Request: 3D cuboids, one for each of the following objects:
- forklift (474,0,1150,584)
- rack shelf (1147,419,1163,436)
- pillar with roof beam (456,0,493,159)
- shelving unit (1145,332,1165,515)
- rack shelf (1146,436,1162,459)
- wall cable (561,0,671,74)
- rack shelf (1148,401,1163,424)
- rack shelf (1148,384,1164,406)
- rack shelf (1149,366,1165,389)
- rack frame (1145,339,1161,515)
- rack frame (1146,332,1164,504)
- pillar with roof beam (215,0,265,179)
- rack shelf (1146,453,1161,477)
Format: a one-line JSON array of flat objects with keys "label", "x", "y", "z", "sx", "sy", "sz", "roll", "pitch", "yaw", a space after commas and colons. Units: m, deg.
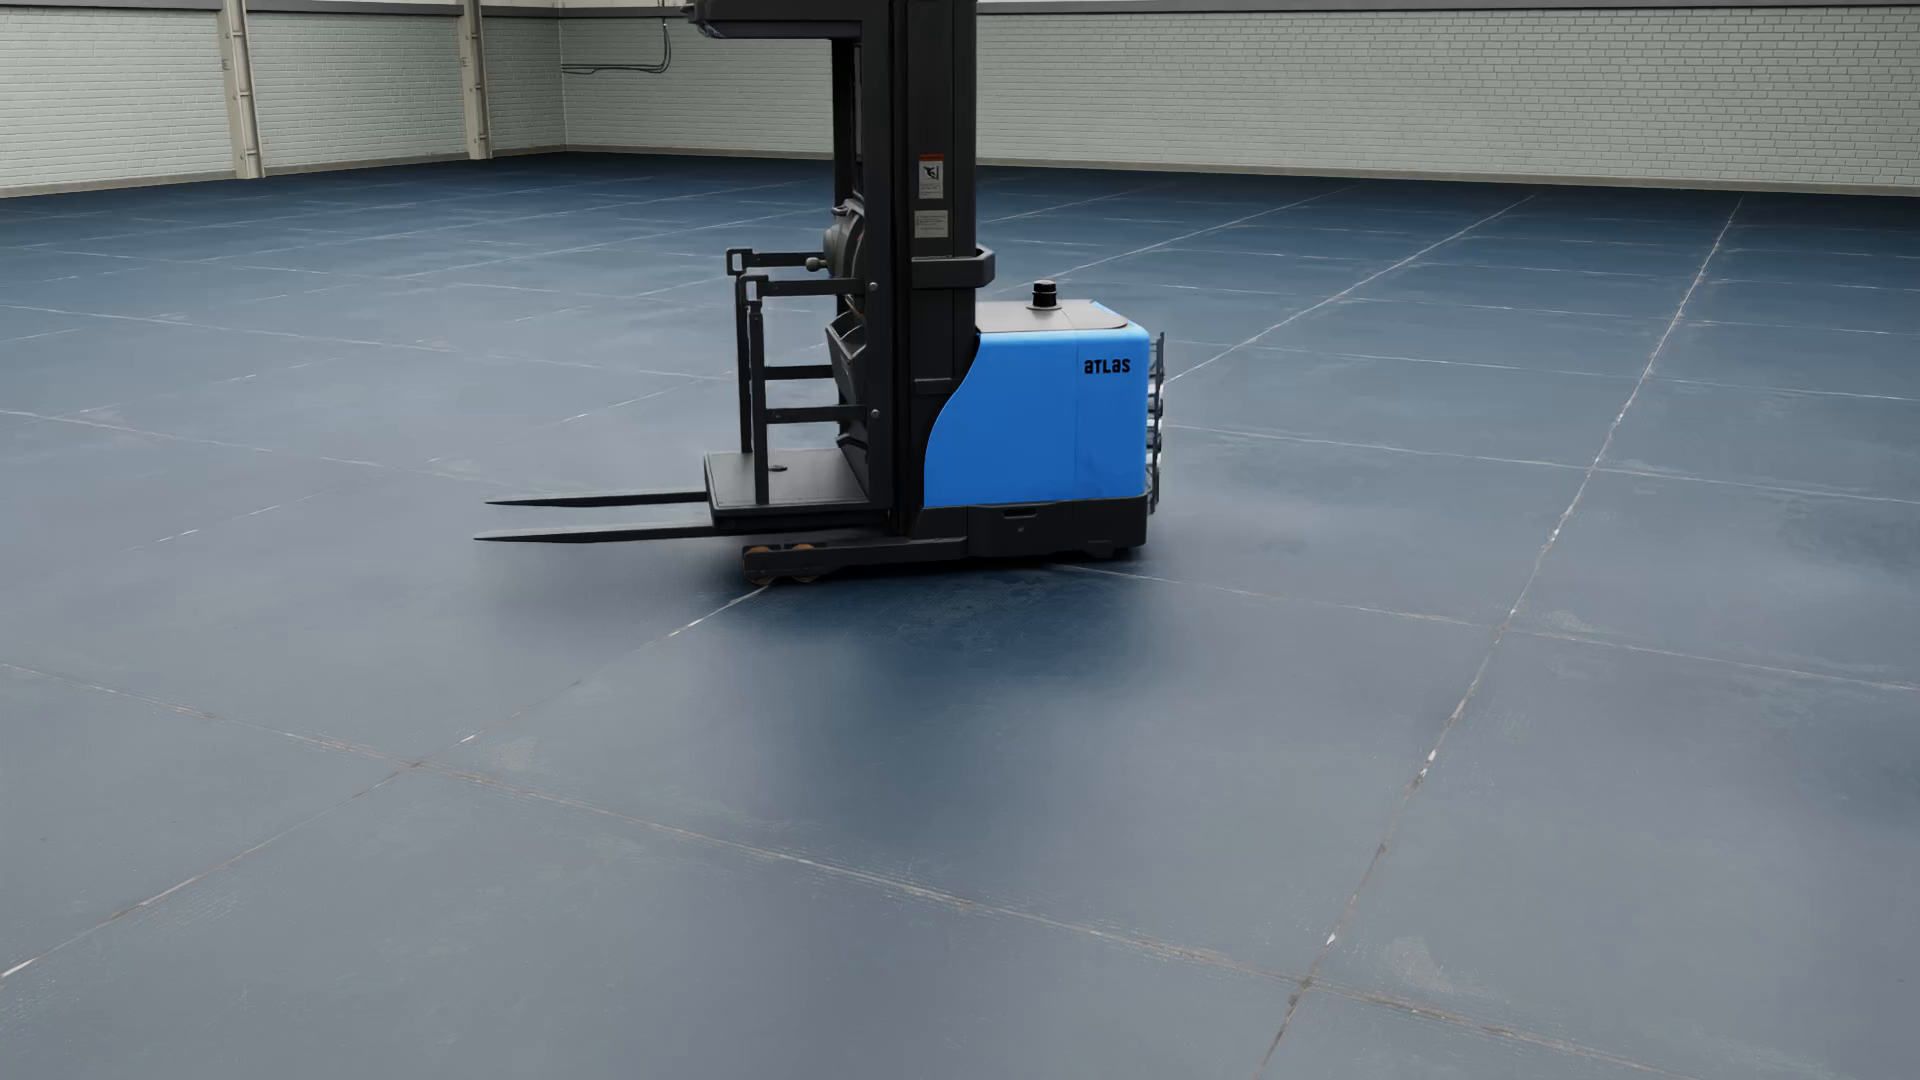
[{"label": "forklift", "x": -0.700, "y": -1.372, "z": 7.495, "sx": 3.031, "sy": 2.935, "sz": 1.130, "roll": -3, "pitch": 17, "yaw": -10}, {"label": "rack shelf", "x": 0.894, "y": -0.564, "z": 8.460, "sx": 0.258, "sy": 0.077, "sz": 0.200, "roll": 3, "pitch": 17, "yaw": 11}, {"label": "pillar with roof beam", "x": -6.298, "y": -11.844, "z": 32.095, "sx": 9.100, "sy": 9.000, "sz": 0.400, "roll": 8, "pitch": 18, "yaw": 25}, {"label": "shelving unit", "x": 0.894, "y": -0.596, "z": 8.451, "sx": 0.258, "sy": 0.900, "sz": 0.210, "roll": 3, "pitch": 17, "yaw": 11}, {"label": "rack shelf", "x": 0.894, "y": -0.478, "z": 8.486, "sx": 0.258, "sy": 0.077, "sz": 0.200, "roll": 3, "pitch": 17, "yaw": 11}, {"label": "wall cable", "x": -7.650, "y": -11.485, "z": 36.341, "sx": 3.097, "sy": 2.526, "sz": 0.112, "roll": 8, "pitch": 18, "yaw": 25}, {"label": "rack shelf", "x": 0.894, "y": -0.650, "z": 8.435, "sx": 0.258, "sy": 0.077, "sz": 0.200, "roll": 3, "pitch": 17, "yaw": 11}, {"label": "rack shelf", "x": 0.894, "y": -0.737, "z": 8.409, "sx": 0.258, "sy": 0.077, "sz": 0.200, "roll": 3, "pitch": 17, "yaw": 11}, {"label": "rack shelf", "x": 0.894, "y": -0.823, "z": 8.383, "sx": 0.258, "sy": 0.077, "sz": 0.200, "roll": 3, "pitch": 17, "yaw": 11}, {"label": "rack frame", "x": 0.875, "y": -0.568, "z": 8.355, "sx": 0.240, "sy": 0.900, "sz": 0.006, "roll": 3, "pitch": 17, "yaw": 11}, {"label": "rack frame", "x": 0.913, "y": -0.624, "z": 8.546, "sx": 0.240, "sy": 0.900, "sz": 0.006, "roll": 3, "pitch": 17, "yaw": 11}, {"label": "pillar with roof beam", "x": -8.979, "y": -10.315, "z": 26.950, "sx": 9.100, "sy": 9.000, "sz": 0.400, "roll": 8, "pitch": 18, "yaw": 25}, {"label": "rack shelf", "x": 0.894, "y": -0.392, "z": 8.511, "sx": 0.258, "sy": 0.077, "sz": 0.200, "roll": 3, "pitch": 17, "yaw": 11}]
